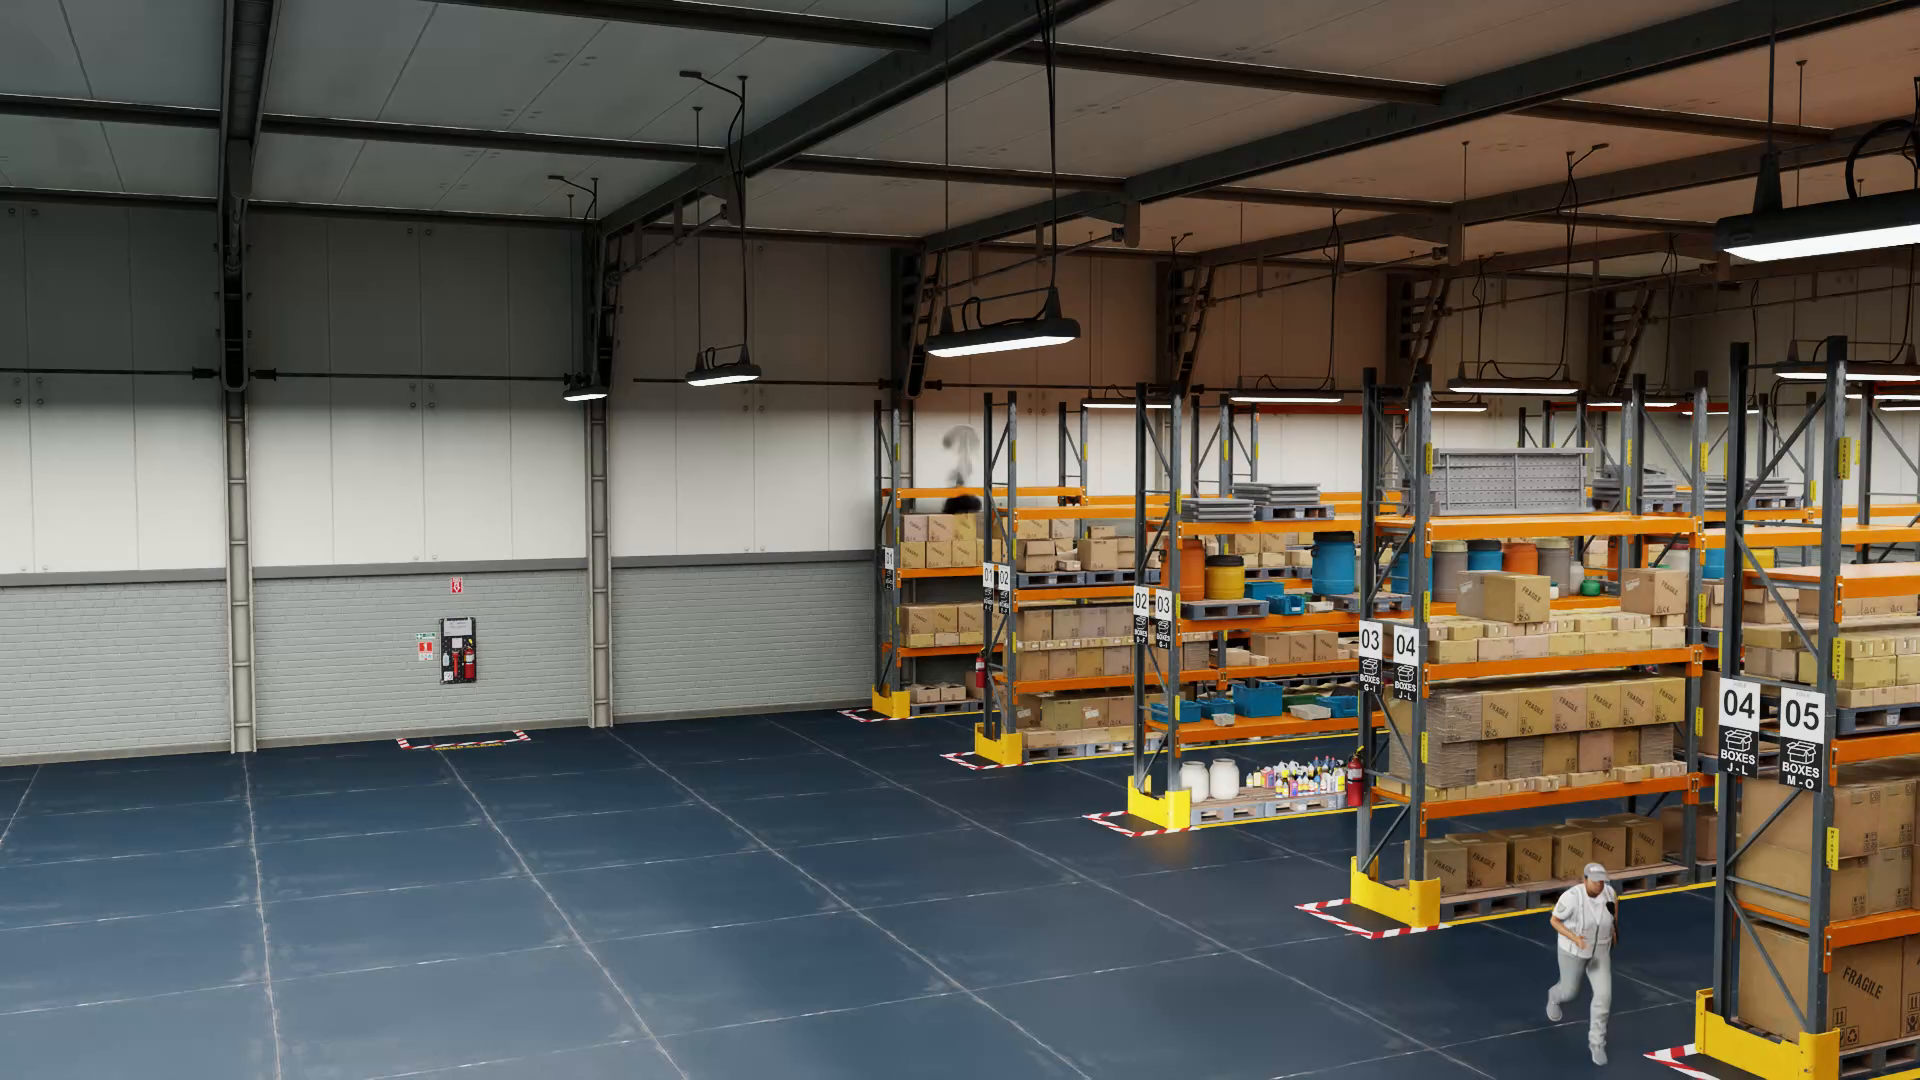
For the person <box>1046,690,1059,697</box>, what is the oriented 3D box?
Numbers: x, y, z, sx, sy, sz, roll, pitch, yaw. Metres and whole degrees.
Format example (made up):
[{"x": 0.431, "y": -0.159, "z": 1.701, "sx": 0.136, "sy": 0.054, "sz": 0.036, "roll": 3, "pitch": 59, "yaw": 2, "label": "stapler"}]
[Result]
[{"x": 1.776, "y": 2.565, "z": 30.494, "sx": 0.761, "sy": 1.689, "sz": 0.693, "roll": -3, "pitch": 4, "yaw": -39, "label": "person"}]

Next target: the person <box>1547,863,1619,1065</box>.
[{"x": 5.347, "y": 3.535, "z": 14.267, "sx": 0.642, "sy": 1.649, "sz": 0.986, "roll": 0, "pitch": 3, "yaw": -5, "label": "person"}]
